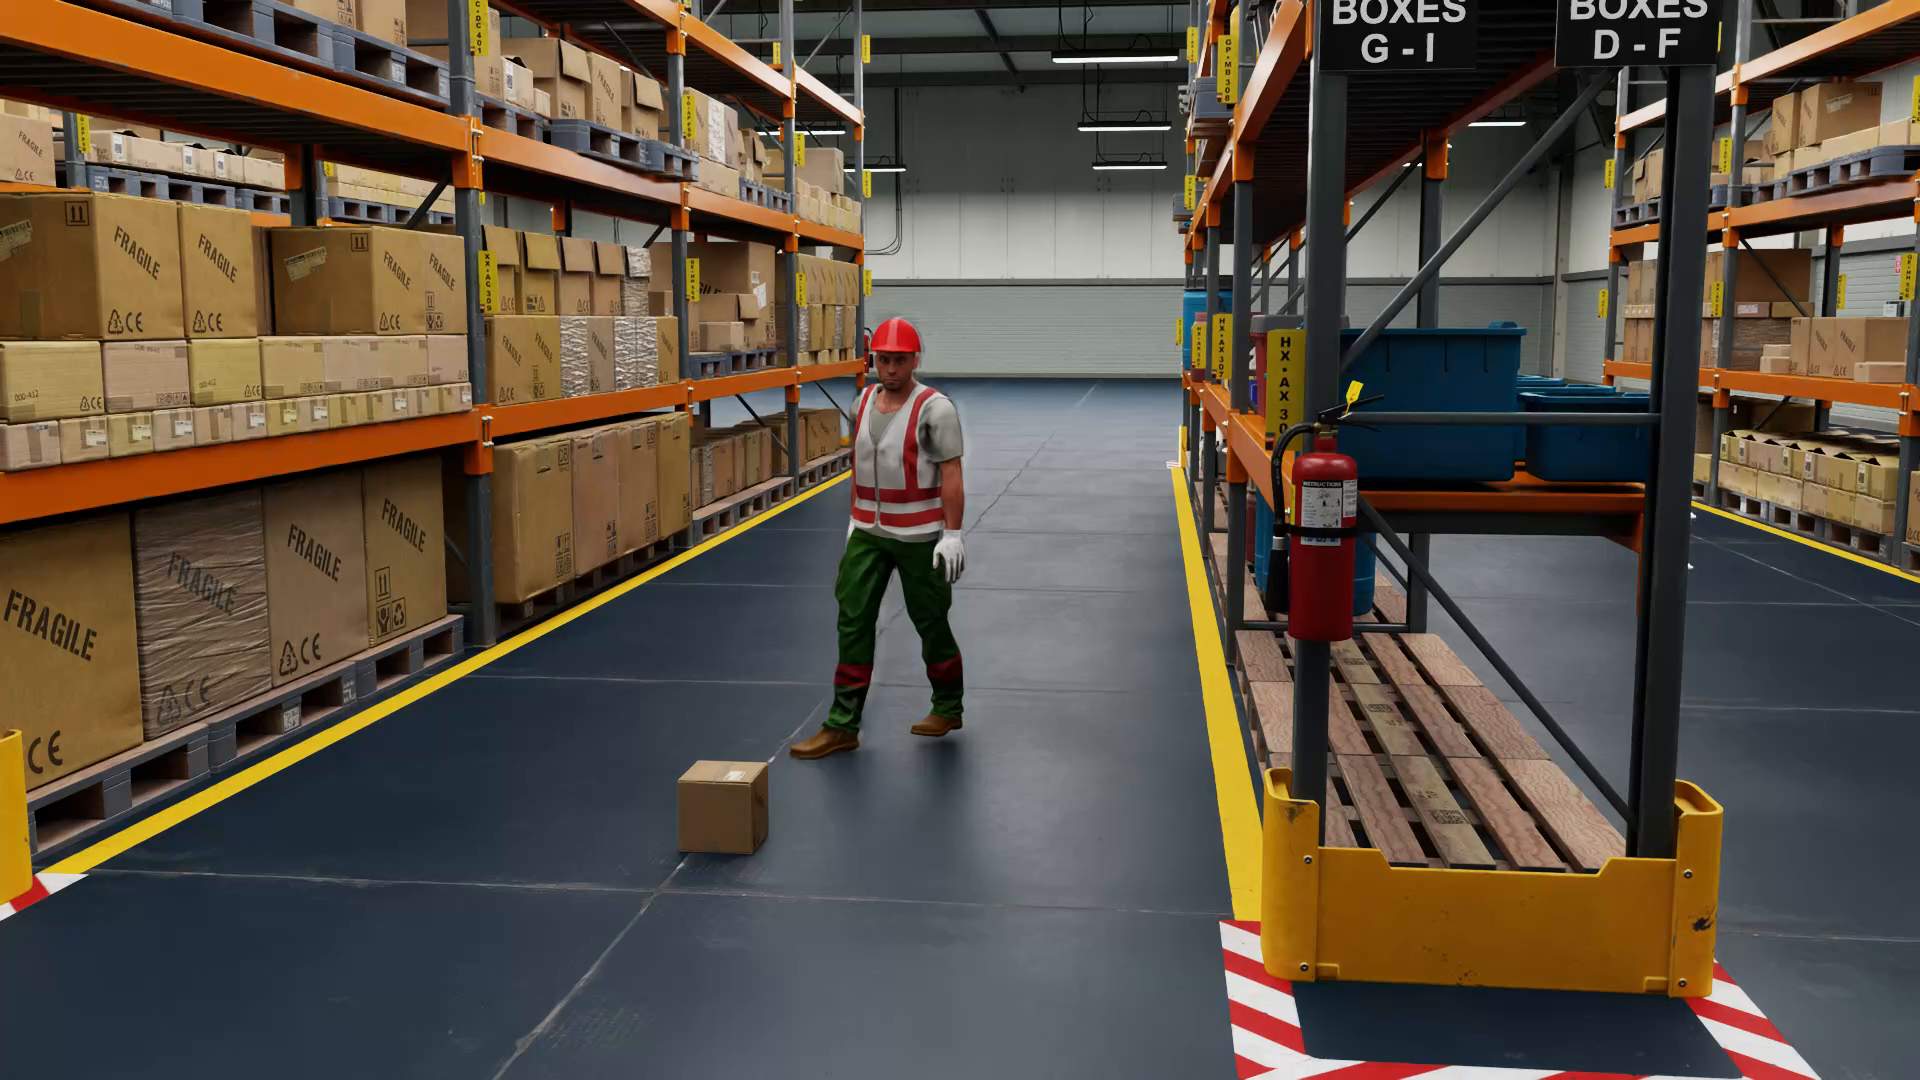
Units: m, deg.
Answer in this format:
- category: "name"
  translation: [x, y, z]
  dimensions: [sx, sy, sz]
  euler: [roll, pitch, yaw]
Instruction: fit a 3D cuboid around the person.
- category: "person"
  translation: [-0.257, -0.011, 6.807]
  dimensions: [0.625, 1.784, 0.729]
  euler: [5, 9, 32]
